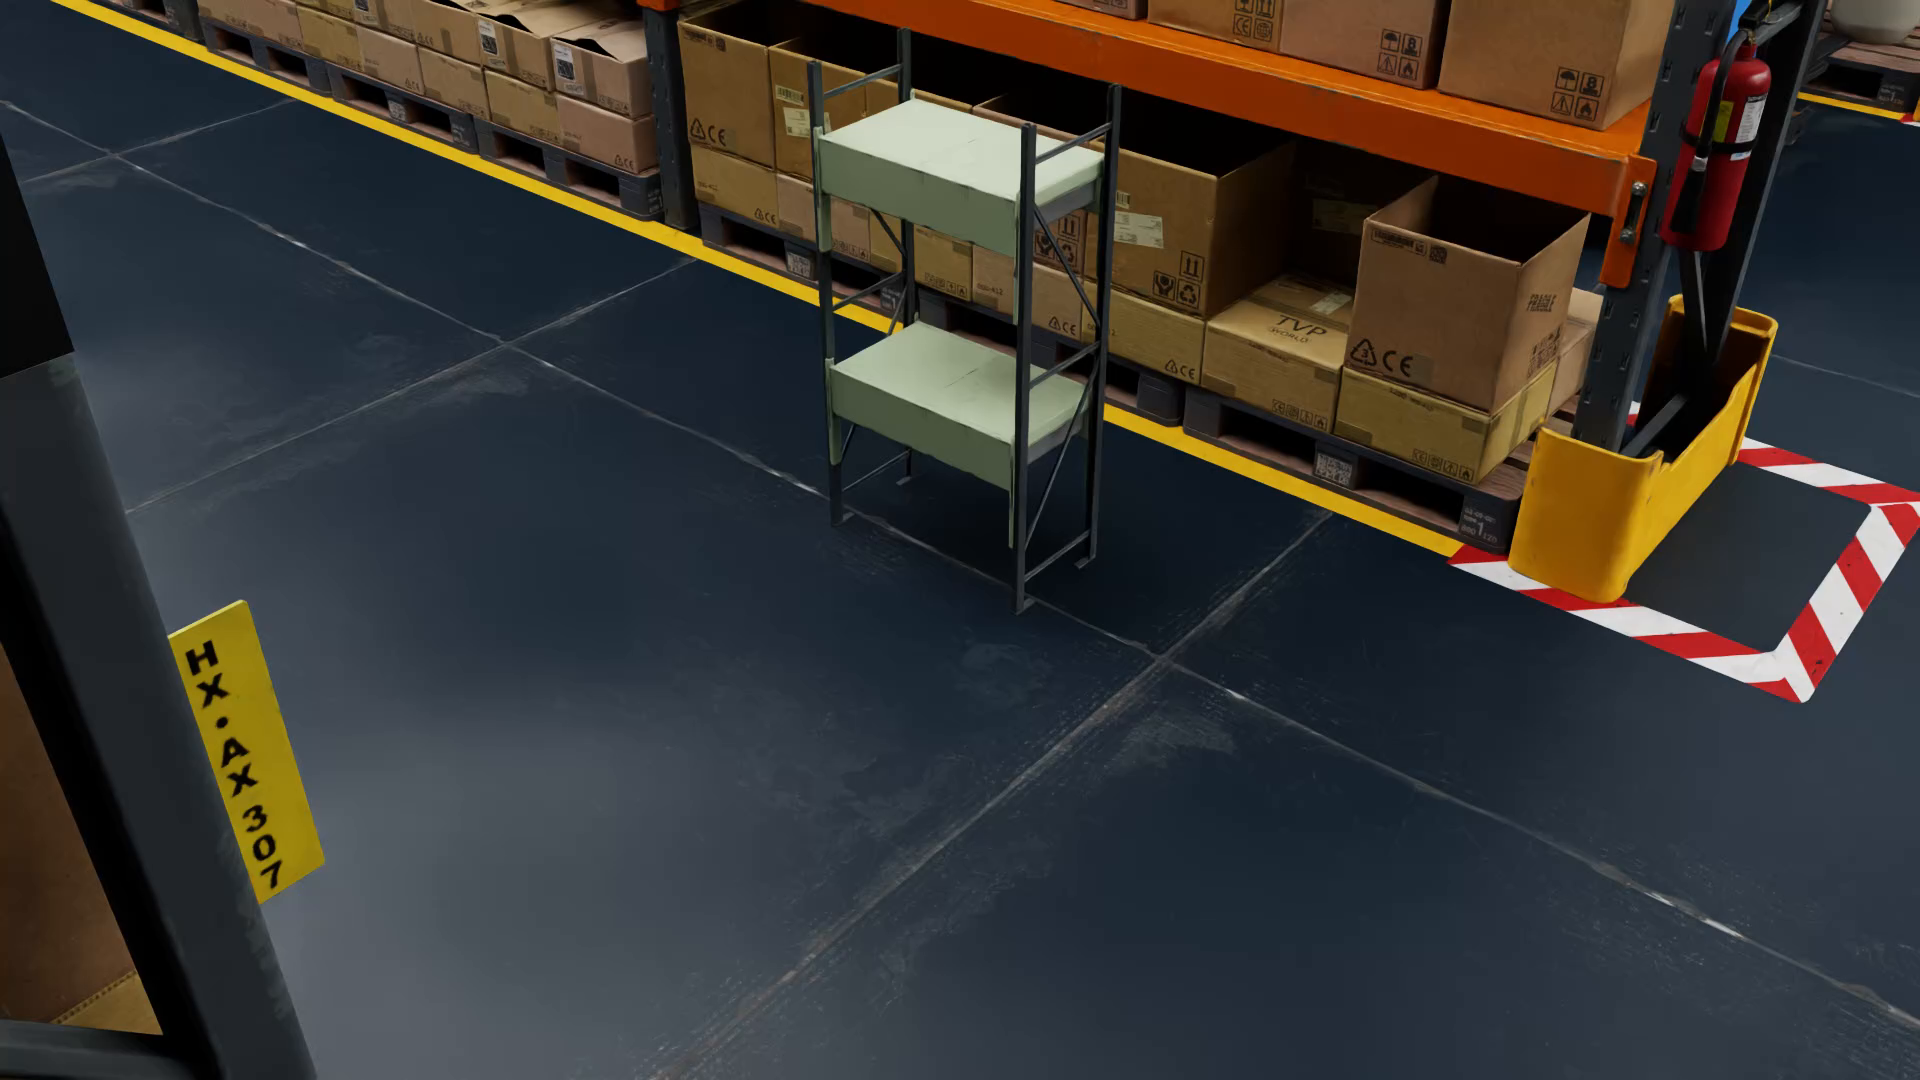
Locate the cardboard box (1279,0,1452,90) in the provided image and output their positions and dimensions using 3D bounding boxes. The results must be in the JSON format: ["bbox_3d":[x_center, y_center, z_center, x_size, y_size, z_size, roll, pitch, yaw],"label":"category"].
[{"bbox_3d":[1.397,-1.760,5.074,0.500,0.500,0.700,26,42,33],"label":"cardboard box"}]

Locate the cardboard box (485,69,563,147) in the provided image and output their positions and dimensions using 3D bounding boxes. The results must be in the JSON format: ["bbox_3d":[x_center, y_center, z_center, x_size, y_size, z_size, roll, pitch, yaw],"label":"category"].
[{"bbox_3d":[-1.811,-2.052,7.647,0.500,0.250,0.500,25,41,31],"label":"cardboard box"}]

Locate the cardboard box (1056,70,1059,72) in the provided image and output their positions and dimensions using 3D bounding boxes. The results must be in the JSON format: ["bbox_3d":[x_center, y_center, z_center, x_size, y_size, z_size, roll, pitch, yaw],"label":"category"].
[{"bbox_3d":[0.340,-1.715,6.493,0.500,0.500,0.500,25,42,32],"label":"cardboard box"}]

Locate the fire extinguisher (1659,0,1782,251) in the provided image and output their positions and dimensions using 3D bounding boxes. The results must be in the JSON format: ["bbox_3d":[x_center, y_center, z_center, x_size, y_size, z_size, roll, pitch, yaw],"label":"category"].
[{"bbox_3d":[1.948,-1.079,4.240,0.183,0.674,0.296,25,42,32],"label":"fire extinguisher"}]

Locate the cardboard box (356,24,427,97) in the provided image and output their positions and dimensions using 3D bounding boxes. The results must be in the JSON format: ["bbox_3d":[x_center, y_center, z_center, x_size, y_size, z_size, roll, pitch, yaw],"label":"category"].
[{"bbox_3d":[-2.595,-2.422,8.185,0.500,0.250,0.500,26,42,33],"label":"cardboard box"}]

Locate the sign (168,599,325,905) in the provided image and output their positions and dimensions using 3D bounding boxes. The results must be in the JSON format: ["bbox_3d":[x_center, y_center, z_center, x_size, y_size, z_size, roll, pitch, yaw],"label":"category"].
[{"bbox_3d":[-0.665,0.208,1.533,0.005,0.325,0.100,25,42,32],"label":"sign"}]

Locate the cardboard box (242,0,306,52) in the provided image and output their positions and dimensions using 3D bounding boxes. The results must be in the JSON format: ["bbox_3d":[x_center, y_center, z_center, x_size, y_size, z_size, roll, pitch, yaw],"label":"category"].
[{"bbox_3d":[-3.392,-2.794,8.726,0.500,0.250,0.500,24,41,31],"label":"cardboard box"}]

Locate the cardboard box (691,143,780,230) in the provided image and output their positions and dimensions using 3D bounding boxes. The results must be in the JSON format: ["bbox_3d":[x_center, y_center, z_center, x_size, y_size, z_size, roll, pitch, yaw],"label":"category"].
[{"bbox_3d":[-0.757,-1.544,6.907,0.500,0.250,0.500,25,42,32],"label":"cardboard box"}]

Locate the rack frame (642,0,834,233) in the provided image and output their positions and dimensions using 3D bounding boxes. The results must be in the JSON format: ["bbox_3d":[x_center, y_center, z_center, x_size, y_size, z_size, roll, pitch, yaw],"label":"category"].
[{"bbox_3d":[-0.919,-2.805,6.684,0.127,3.000,1.000,25,42,32],"label":"rack frame"}]

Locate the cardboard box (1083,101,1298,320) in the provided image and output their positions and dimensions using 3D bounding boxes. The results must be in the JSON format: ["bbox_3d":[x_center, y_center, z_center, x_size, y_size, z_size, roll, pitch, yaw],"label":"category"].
[{"bbox_3d":[0.774,-1.125,5.634,0.500,0.500,0.500,25,42,32],"label":"cardboard box"}]

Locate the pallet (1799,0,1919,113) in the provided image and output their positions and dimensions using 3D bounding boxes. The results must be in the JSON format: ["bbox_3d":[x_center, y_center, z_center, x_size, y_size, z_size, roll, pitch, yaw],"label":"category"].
[{"bbox_3d":[4.617,-2.664,8.942,1.213,0.211,1.003,25,42,32],"label":"pallet"}]

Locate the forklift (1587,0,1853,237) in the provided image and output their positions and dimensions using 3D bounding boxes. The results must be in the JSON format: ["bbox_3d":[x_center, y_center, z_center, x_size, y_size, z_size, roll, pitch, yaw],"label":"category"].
[{"bbox_3d":[3.435,-3.214,7.341,1.130,2.935,3.031,29,44,35],"label":"forklift"}]

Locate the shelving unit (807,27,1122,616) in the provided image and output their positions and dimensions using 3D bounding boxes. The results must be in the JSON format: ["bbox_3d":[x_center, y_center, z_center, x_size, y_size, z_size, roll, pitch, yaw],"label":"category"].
[{"bbox_3d":[0.005,-0.616,4.822,0.755,1.500,0.431,25,42,32],"label":"shelving unit"}]

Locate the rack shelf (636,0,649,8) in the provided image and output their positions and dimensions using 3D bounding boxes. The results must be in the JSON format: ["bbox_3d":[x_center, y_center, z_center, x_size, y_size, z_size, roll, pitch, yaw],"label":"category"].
[{"bbox_3d":[-2.456,-3.232,7.943,4.000,0.370,1.077,25,42,32],"label":"rack shelf"}]

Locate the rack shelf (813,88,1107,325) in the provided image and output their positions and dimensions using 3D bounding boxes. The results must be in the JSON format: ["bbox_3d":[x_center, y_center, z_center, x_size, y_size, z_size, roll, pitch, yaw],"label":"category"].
[{"bbox_3d":[0.005,-0.938,4.601,0.720,0.370,0.431,25,42,32],"label":"rack shelf"}]

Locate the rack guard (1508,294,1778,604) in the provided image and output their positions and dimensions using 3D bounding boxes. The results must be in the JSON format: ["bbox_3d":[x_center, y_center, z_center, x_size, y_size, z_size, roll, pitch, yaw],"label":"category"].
[{"bbox_3d":[2.173,-0.317,5.269,0.348,0.500,1.175,25,42,32],"label":"rack guard"}]

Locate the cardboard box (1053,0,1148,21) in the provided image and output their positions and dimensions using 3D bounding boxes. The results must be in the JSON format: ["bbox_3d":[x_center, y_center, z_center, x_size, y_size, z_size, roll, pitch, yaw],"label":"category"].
[{"bbox_3d":[0.613,-2.131,5.615,0.500,0.500,0.700,27,43,33],"label":"cardboard box"}]

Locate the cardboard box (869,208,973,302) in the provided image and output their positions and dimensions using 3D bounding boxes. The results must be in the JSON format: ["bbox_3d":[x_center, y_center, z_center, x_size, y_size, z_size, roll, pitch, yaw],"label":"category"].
[{"bbox_3d":[0.005,-1.178,6.373,0.500,0.250,0.500,25,42,32],"label":"cardboard box"}]

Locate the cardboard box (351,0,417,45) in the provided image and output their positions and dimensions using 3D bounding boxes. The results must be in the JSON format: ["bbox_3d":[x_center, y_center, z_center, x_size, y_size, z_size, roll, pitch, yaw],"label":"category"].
[{"bbox_3d":[-2.584,-2.648,8.019,0.500,0.311,0.500,25,41,31],"label":"cardboard box"}]

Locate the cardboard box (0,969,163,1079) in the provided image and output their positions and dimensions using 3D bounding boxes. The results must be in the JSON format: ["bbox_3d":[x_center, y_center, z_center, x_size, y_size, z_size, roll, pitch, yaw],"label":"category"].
[{"bbox_3d":[-1.184,0.540,1.929,0.500,0.250,0.500,24,41,31],"label":"cardboard box"}]

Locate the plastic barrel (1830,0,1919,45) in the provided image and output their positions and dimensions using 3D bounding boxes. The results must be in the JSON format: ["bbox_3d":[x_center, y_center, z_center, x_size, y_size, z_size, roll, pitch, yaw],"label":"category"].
[{"bbox_3d":[4.772,-2.862,8.595,0.421,0.512,0.421,0,34,0],"label":"plastic barrel"}]

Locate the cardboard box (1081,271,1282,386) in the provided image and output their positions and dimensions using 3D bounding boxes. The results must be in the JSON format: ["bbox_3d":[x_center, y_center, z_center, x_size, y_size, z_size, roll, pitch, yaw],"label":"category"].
[{"bbox_3d":[0.776,-0.817,5.848,0.500,0.250,0.500,25,42,32],"label":"cardboard box"}]

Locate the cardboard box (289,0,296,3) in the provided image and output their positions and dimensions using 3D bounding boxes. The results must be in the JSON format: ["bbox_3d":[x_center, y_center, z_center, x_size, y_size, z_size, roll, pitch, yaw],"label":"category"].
[{"bbox_3d":[-3.370,-3.020,8.561,0.500,0.311,0.500,24,41,31],"label":"cardboard box"}]

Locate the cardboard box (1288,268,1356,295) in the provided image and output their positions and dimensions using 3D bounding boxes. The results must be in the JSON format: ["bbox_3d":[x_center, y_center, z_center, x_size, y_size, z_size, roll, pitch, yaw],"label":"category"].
[{"bbox_3d":[1.498,-0.866,5.919,0.500,0.250,0.500,25,42,32],"label":"cardboard box"}]

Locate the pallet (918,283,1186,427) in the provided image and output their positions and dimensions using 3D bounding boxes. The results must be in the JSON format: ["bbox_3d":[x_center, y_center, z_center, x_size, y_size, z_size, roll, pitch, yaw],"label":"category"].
[{"bbox_3d":[0.607,-0.907,6.384,1.213,0.211,1.003,25,42,32],"label":"pallet"}]

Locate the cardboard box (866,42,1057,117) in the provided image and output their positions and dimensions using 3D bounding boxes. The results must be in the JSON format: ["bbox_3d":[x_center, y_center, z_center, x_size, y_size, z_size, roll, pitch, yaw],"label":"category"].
[{"bbox_3d":[0.005,-1.487,6.161,0.500,0.500,0.500,25,42,32],"label":"cardboard box"}]

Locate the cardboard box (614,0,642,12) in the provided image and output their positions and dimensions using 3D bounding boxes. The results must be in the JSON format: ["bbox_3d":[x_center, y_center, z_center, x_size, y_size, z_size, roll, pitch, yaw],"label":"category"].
[{"bbox_3d":[-1.459,-2.517,7.828,0.500,0.311,0.500,25,42,31],"label":"cardboard box"}]

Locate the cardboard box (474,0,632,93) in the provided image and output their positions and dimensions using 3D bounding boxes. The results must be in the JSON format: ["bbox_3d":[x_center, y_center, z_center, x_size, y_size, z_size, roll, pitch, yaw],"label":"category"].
[{"bbox_3d":[-1.818,-2.283,7.487,0.500,0.311,0.500,27,42,33],"label":"cardboard box"}]

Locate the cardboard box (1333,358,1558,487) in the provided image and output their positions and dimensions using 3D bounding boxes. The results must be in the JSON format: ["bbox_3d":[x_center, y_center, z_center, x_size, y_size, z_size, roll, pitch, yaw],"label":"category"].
[{"bbox_3d":[1.554,-0.461,5.330,0.500,0.250,0.500,25,42,32],"label":"cardboard box"}]

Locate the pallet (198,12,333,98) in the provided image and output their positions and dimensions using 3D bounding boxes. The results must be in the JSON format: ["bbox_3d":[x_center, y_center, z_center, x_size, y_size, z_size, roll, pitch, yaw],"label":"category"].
[{"bbox_3d":[-3.386,-2.789,9.124,1.213,0.211,1.003,25,42,32],"label":"pallet"}]

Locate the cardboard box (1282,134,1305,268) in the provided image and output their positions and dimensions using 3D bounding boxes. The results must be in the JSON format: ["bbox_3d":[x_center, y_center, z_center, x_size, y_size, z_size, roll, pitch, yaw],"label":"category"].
[{"bbox_3d":[1.107,-1.351,5.963,0.500,0.500,0.500,25,42,32],"label":"cardboard box"}]

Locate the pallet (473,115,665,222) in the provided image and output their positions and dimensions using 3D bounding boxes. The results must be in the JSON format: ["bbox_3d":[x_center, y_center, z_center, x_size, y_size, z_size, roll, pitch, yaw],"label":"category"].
[{"bbox_3d":[-1.511,-1.905,7.837,1.213,0.211,1.003,25,42,32],"label":"pallet"}]

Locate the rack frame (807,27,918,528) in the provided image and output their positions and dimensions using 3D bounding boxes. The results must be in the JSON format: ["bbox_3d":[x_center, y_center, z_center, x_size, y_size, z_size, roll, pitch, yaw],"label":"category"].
[{"bbox_3d":[-0.276,-0.748,5.015,0.023,1.500,0.400,25,42,32],"label":"rack frame"}]

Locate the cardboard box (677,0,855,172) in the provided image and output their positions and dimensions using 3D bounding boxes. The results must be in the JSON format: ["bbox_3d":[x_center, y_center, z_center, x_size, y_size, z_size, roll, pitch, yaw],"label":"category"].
[{"bbox_3d":[-0.763,-1.849,6.688,0.500,0.500,0.500,25,42,32],"label":"cardboard box"}]
